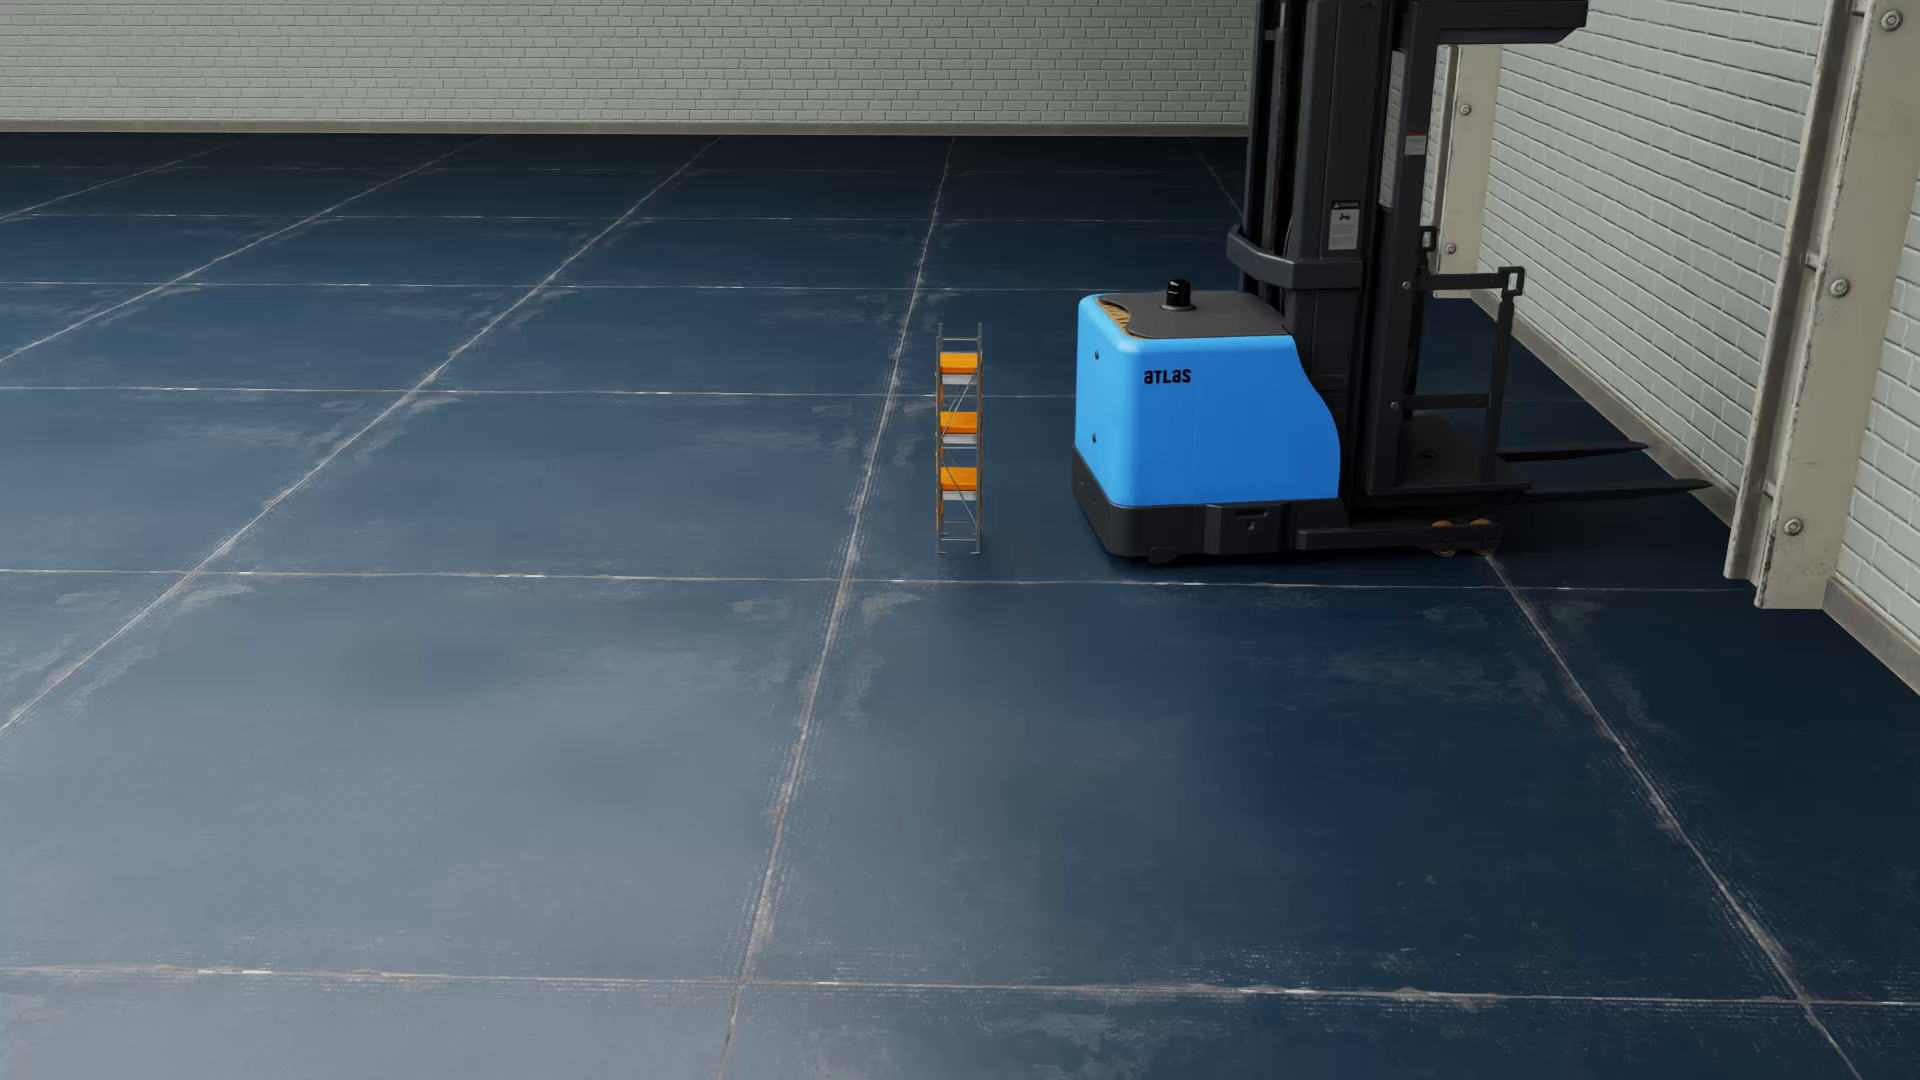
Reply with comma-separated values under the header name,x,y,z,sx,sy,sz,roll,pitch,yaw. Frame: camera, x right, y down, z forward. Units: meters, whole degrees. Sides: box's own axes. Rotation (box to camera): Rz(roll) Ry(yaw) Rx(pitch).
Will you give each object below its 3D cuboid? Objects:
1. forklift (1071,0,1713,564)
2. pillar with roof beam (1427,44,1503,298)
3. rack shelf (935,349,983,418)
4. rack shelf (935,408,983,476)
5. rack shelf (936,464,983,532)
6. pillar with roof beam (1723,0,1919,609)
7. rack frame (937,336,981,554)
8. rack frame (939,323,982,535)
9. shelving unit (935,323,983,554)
name,x,y,z,sx,sy,sz,roll,pitch,yaw
forklift,2.126,-1.475,7.779,3.031,2.935,1.130,-3,21,-7
pillar with roof beam,-0.473,-6.184,11.527,9.100,9.000,0.400,1,21,2
rack shelf,-0.002,-0.725,7.690,0.215,0.259,0.240,1,21,2
rack shelf,-0.002,-0.460,7.793,0.215,0.259,0.240,1,21,2
rack shelf,-0.002,-0.201,7.894,0.215,0.259,0.240,1,21,2
pillar with roof beam,-0.655,-4.015,5.936,9.100,9.000,0.400,1,21,2
rack frame,-0.005,-0.426,7.675,0.200,1.050,0.008,1,21,2
rack frame,0.002,-0.514,7.903,0.200,1.050,0.008,1,21,2
shelving unit,-0.002,-0.470,7.789,0.215,1.050,0.252,1,21,2
